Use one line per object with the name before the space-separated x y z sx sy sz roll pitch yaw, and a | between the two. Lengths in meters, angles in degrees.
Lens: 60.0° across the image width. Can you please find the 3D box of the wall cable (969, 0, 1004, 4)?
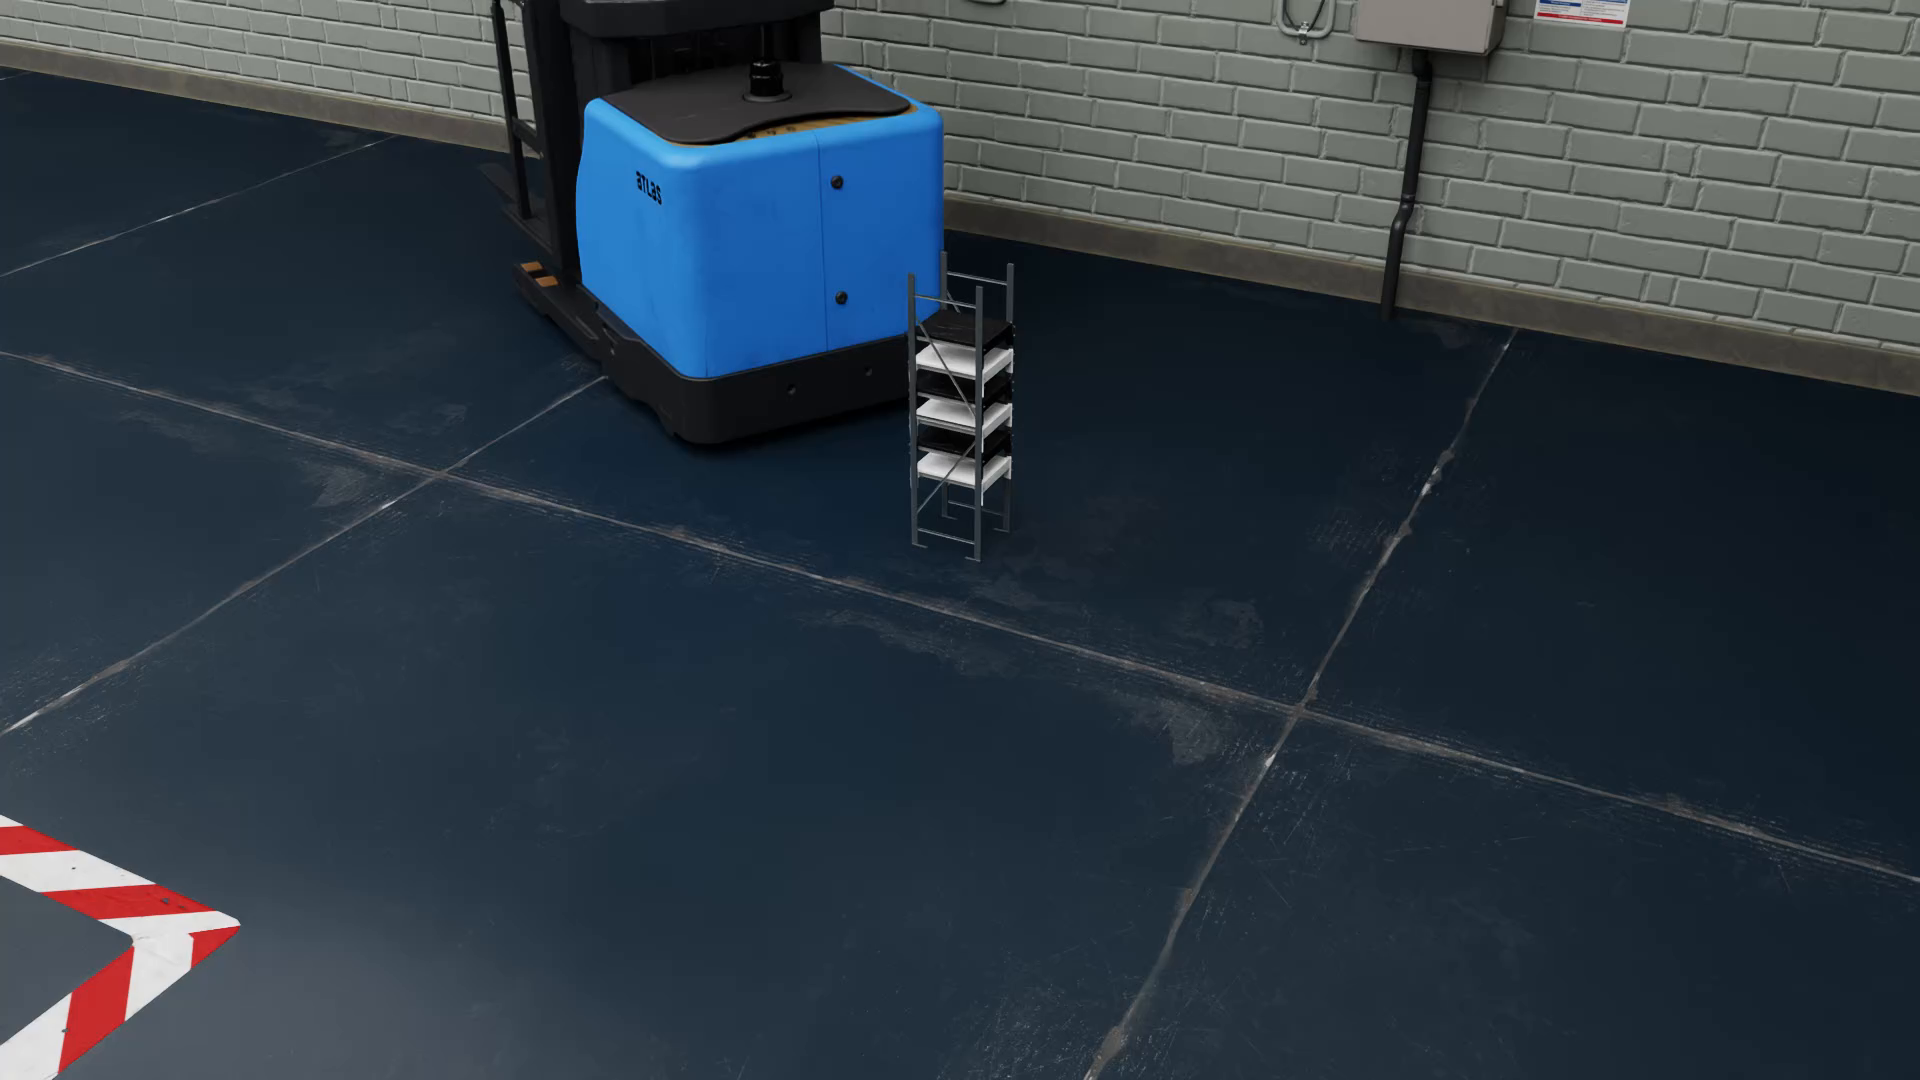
wall cable | -0.043 -3.187 6.736 0.585 1.953 0.123 14 33 23

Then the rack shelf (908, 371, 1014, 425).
rack shelf | 0.004 -0.443 5.004 0.258 0.077 0.200 14 33 23

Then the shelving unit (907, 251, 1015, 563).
shelving unit | 0.004 -0.394 5.032 0.258 0.900 0.210 14 33 23

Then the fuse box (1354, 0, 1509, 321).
fuse box | 1.760 -1.633 6.375 0.539 1.711 0.414 14 33 23

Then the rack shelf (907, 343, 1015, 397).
rack shelf | 0.004 -0.521 4.959 0.258 0.077 0.200 14 33 23

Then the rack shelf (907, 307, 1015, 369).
rack shelf | 0.004 -0.599 4.914 0.258 0.077 0.200 14 33 23

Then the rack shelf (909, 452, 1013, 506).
rack shelf | 0.004 -0.209 5.138 0.258 0.077 0.200 14 33 23

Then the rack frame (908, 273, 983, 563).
rack frame | -0.043 -0.349 4.954 0.240 0.900 0.006 14 33 23

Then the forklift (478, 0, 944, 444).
forklift | -1.226 -2.297 6.306 1.130 2.935 3.031 -17 34 -26

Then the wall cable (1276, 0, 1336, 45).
wall cable | 1.225 -2.857 6.192 0.588 1.984 0.122 14 33 23

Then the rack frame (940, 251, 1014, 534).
rack frame | 0.050 -0.439 5.111 0.240 0.900 0.006 14 33 23

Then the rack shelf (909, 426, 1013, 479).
rack shelf | 0.004 -0.287 5.094 0.258 0.077 0.200 14 33 23

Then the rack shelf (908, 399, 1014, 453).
rack shelf | 0.004 -0.365 5.049 0.258 0.077 0.200 14 33 23

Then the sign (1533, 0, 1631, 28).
sign | 2.294 -2.130 6.043 0.329 0.494 0.001 14 33 23
